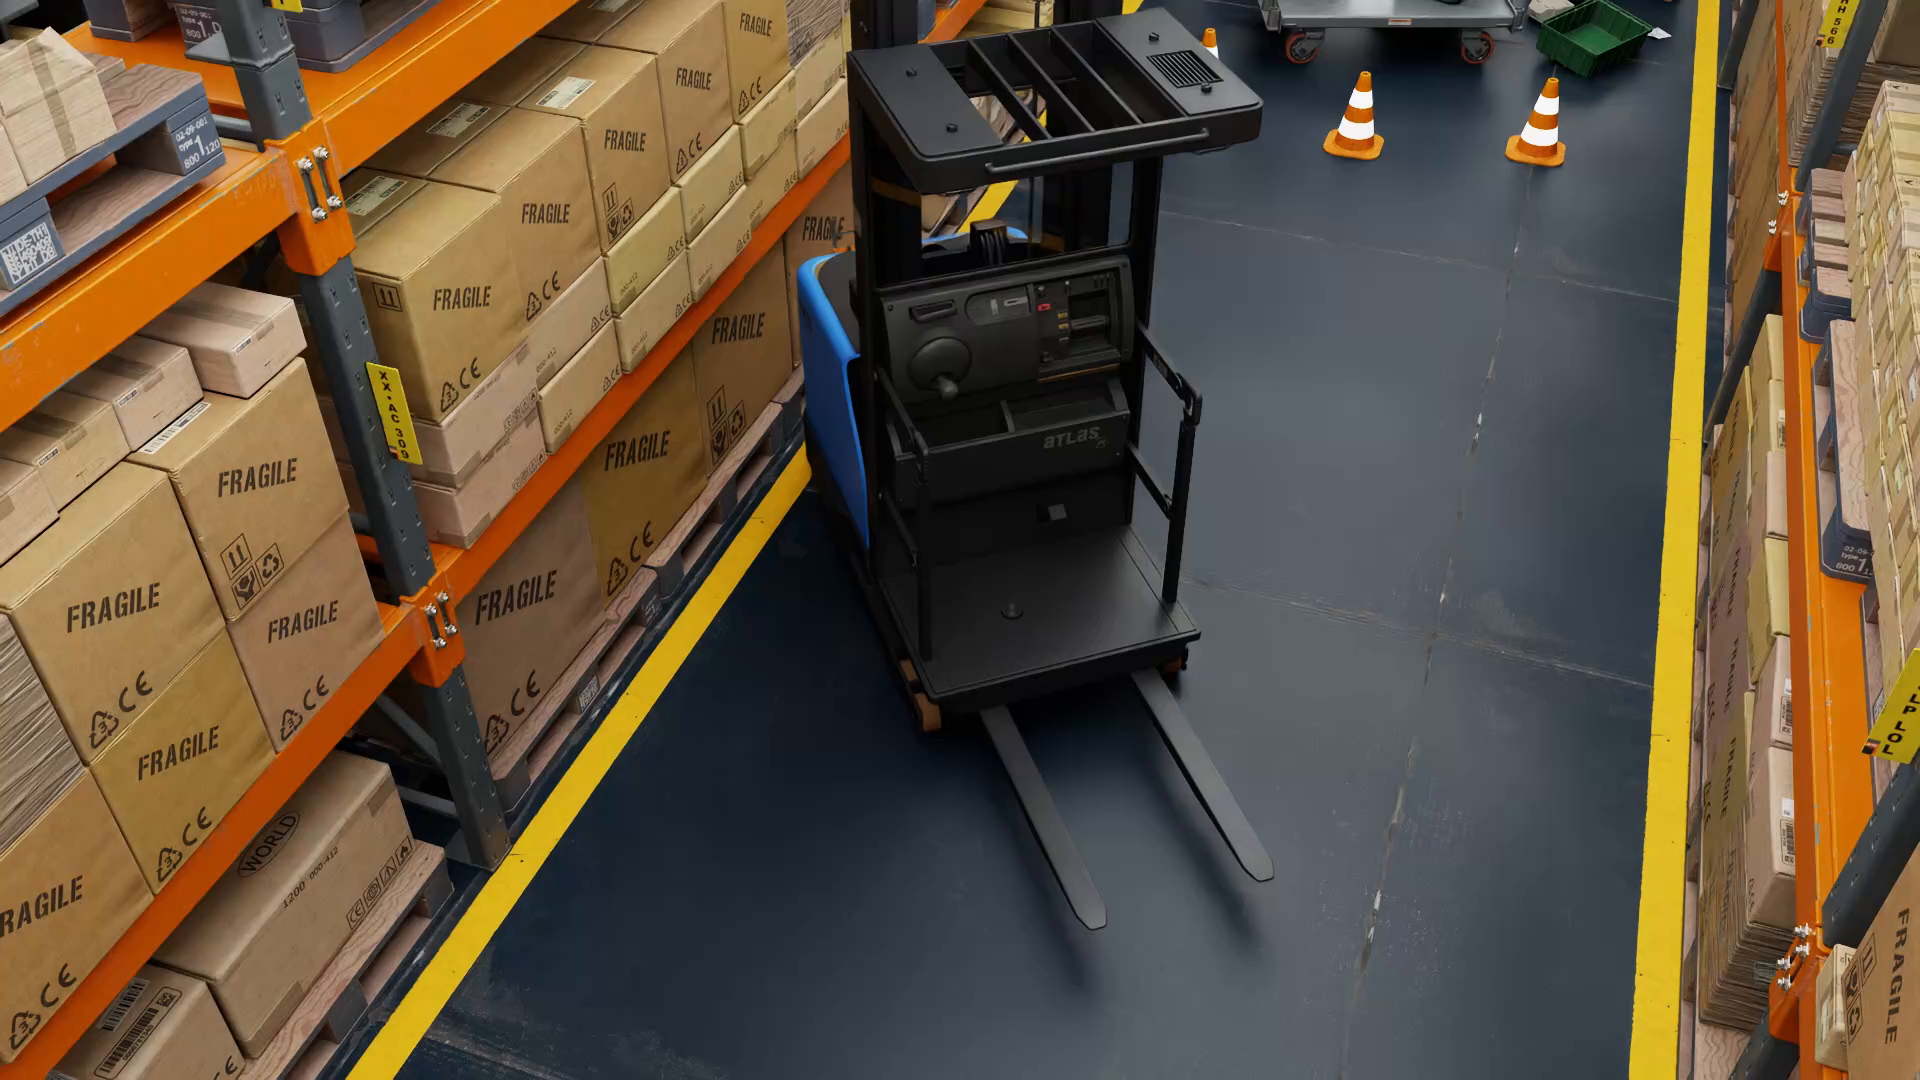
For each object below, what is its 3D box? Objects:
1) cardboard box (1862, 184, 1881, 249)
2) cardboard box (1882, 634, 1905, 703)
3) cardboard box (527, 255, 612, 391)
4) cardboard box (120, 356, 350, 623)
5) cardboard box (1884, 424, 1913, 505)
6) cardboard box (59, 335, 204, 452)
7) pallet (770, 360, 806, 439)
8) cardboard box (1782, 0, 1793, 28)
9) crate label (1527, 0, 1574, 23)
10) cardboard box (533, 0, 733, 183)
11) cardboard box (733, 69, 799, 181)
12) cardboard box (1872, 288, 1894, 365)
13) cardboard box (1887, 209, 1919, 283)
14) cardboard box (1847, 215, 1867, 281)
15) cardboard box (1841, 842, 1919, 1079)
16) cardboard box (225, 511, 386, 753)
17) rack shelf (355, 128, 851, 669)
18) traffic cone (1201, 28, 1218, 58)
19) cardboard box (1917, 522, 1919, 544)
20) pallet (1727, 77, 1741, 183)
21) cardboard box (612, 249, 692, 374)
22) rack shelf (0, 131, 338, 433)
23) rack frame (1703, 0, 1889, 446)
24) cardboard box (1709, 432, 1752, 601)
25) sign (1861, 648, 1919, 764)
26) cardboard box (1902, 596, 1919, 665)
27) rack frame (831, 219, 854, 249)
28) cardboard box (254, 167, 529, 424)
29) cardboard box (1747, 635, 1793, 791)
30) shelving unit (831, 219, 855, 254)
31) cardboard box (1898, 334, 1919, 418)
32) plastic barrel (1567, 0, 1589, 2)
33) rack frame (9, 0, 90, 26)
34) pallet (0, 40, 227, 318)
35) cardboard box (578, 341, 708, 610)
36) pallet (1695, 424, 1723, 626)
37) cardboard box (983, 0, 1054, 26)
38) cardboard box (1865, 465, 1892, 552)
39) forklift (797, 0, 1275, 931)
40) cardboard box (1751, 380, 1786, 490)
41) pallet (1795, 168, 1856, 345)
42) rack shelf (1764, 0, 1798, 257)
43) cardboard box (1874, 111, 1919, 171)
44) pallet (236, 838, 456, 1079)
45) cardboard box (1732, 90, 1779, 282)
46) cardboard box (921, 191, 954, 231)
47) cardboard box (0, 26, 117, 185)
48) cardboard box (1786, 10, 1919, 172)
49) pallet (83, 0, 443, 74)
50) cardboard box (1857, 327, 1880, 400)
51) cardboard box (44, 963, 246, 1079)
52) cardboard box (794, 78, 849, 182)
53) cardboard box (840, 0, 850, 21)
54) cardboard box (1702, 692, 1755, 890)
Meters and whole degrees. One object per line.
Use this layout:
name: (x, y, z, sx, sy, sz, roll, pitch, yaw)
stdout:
cardboard box: (3.429, -1.111, 5.882, 0.380, 0.149, 0.250, 12, 42, 14)
cardboard box: (2.632, 0.417, 4.320, 0.380, 0.149, 0.250, 14, 42, 15)
cardboard box: (-1.525, -0.774, 5.577, 0.500, 0.250, 0.500, 14, 42, 16)
cardboard box: (-1.994, -0.180, 4.303, 0.500, 0.500, 0.500, 13, 42, 15)
cardboard box: (2.901, -0.176, 4.785, 0.380, 0.149, 0.250, 11, 42, 13)
cardboard box: (-2.091, -0.381, 4.038, 0.380, 0.149, 0.250, 14, 43, 16)
pallet: (-1.065, -1.026, 8.289, 1.003, 0.211, 1.213, 13, 42, 15)
cardboard box: (4.378, -2.808, 8.153, 0.500, 0.500, 0.500, 14, 42, 16)
crate label: (4.053, -3.628, 11.396, 0.298, 0.136, 0.250, -13, 42, -15)
cardboard box: (-1.179, -1.672, 6.052, 0.500, 0.500, 0.500, 13, 42, 14)
cardboard box: (-0.979, -1.702, 6.664, 0.500, 0.250, 0.500, 12, 42, 14)
cardboard box: (3.169, -0.655, 5.347, 0.380, 0.149, 0.250, 13, 42, 15)
cardboard box: (3.263, -0.925, 5.435, 0.380, 0.149, 0.250, 15, 43, 17)
cardboard box: (3.436, -1.021, 6.006, 0.380, 0.149, 0.250, 15, 43, 17)
cardboard box: (2.188, 1.021, 3.436, 0.500, 0.500, 0.500, 13, 42, 14)
cardboard box: (-2.011, 0.191, 4.638, 0.500, 0.500, 0.500, 14, 42, 15)
rack shelf: (-1.408, -1.057, 6.732, 1.077, 0.370, 4.000, 13, 42, 15)
traffic cone: (1.535, -2.958, 10.361, 0.336, 0.463, 0.334, 13, 42, 15)
cardboard box: (2.729, 0.026, 4.320, 0.380, 0.149, 0.250, 12, 42, 14)
pallet: (5.137, -2.405, 9.906, 1.003, 0.211, 1.213, 13, 42, 15)
cardboard box: (-1.328, -0.889, 6.096, 0.500, 0.250, 0.500, 13, 42, 15)
rack shelf: (-2.776, 0.241, 2.899, 1.077, 0.370, 4.000, 13, 42, 15)
rack frame: (3.962, -1.514, 6.713, 1.000, 3.000, 0.127, 13, 42, 15)
cardboard box: (3.312, -0.040, 6.588, 0.500, 0.500, 0.500, 14, 42, 16)
sign: (2.071, 0.365, 3.619, 0.100, 0.325, 0.005, 13, 42, 15)
cardboard box: (2.634, 0.301, 4.227, 0.380, 0.149, 0.250, 14, 42, 15)
rack frame: (-0.468, -1.016, 7.632, 0.200, 1.050, 0.008, -12, 42, -14)
cardboard box: (-1.671, -0.734, 4.952, 0.500, 0.500, 0.500, 14, 42, 16)
cardboard box: (2.799, 0.611, 5.247, 0.500, 0.250, 0.500, 15, 43, 17)
shelving unit: (-0.428, -0.942, 7.543, 0.215, 1.050, 0.252, -12, 42, -14)
cardboard box: (2.994, -0.447, 4.875, 0.380, 0.149, 0.250, 11, 42, 13)
plastic barrel: (4.276, -4.006, 11.619, 0.421, 0.421, 0.512, -21, 45, -22)
rack frame: (-5.390, -3.650, 9.217, 1.000, 3.000, 0.127, 13, 42, 15)
pallet: (-2.382, -0.722, 3.542, 1.003, 0.211, 1.213, 13, 42, 15)
cardboard box: (-1.654, -0.411, 6.734, 0.875, 0.875, 0.875, 14, 43, 16)
pallet: (3.693, 0.024, 7.060, 1.003, 0.211, 1.213, 13, 42, 15)
cardboard box: (0.224, -3.391, 10.614, 0.950, 0.372, 0.625, 16, 43, 18)
cardboard box: (2.895, -0.058, 4.877, 0.380, 0.149, 0.250, 12, 42, 13)
forklift: (0.254, -0.674, 5.781, 1.130, 2.935, 3.031, -12, 42, -14)
cardboard box: (3.325, -0.332, 6.352, 0.500, 0.250, 0.500, 13, 42, 15)
pallet: (3.818, -0.982, 6.238, 1.213, 0.211, 1.003, 13, 42, 15)
rack shelf: (4.646, -2.460, 8.376, 1.077, 0.370, 4.000, 13, 42, 15)
cardboard box: (3.532, -1.401, 5.992, 0.380, 0.149, 0.250, 12, 42, 14)
pallet: (-2.426, 1.396, 5.451, 1.003, 0.211, 1.213, 13, 42, 15)
cardboard box: (4.550, -1.703, 8.345, 1.050, 0.750, 0.750, 14, 42, 16)
cardboard box: (-0.522, -2.053, 9.046, 0.950, 0.372, 0.625, 11, 42, 12)
cardboard box: (-2.010, -0.938, 3.430, 0.396, 0.266, 0.258, 15, 43, 16)
cardboard box: (3.864, -1.886, 7.072, 0.500, 0.500, 0.500, 13, 42, 15)
pallet: (-1.825, -1.749, 4.826, 0.805, 0.209, 1.217, 12, 42, 13)
cardboard box: (3.168, -0.541, 5.442, 0.380, 0.149, 0.250, 14, 42, 16)
cardboard box: (-2.713, 1.609, 4.703, 0.875, 0.438, 0.875, 12, 42, 14)
cardboard box: (-0.813, -1.812, 7.179, 0.500, 0.250, 0.500, 14, 42, 16)
cardboard box: (-0.655, -2.596, 7.134, 0.500, 0.500, 0.500, 12, 42, 14)
cardboard box: (2.786, 0.897, 5.490, 0.500, 0.500, 0.500, 12, 42, 14)
